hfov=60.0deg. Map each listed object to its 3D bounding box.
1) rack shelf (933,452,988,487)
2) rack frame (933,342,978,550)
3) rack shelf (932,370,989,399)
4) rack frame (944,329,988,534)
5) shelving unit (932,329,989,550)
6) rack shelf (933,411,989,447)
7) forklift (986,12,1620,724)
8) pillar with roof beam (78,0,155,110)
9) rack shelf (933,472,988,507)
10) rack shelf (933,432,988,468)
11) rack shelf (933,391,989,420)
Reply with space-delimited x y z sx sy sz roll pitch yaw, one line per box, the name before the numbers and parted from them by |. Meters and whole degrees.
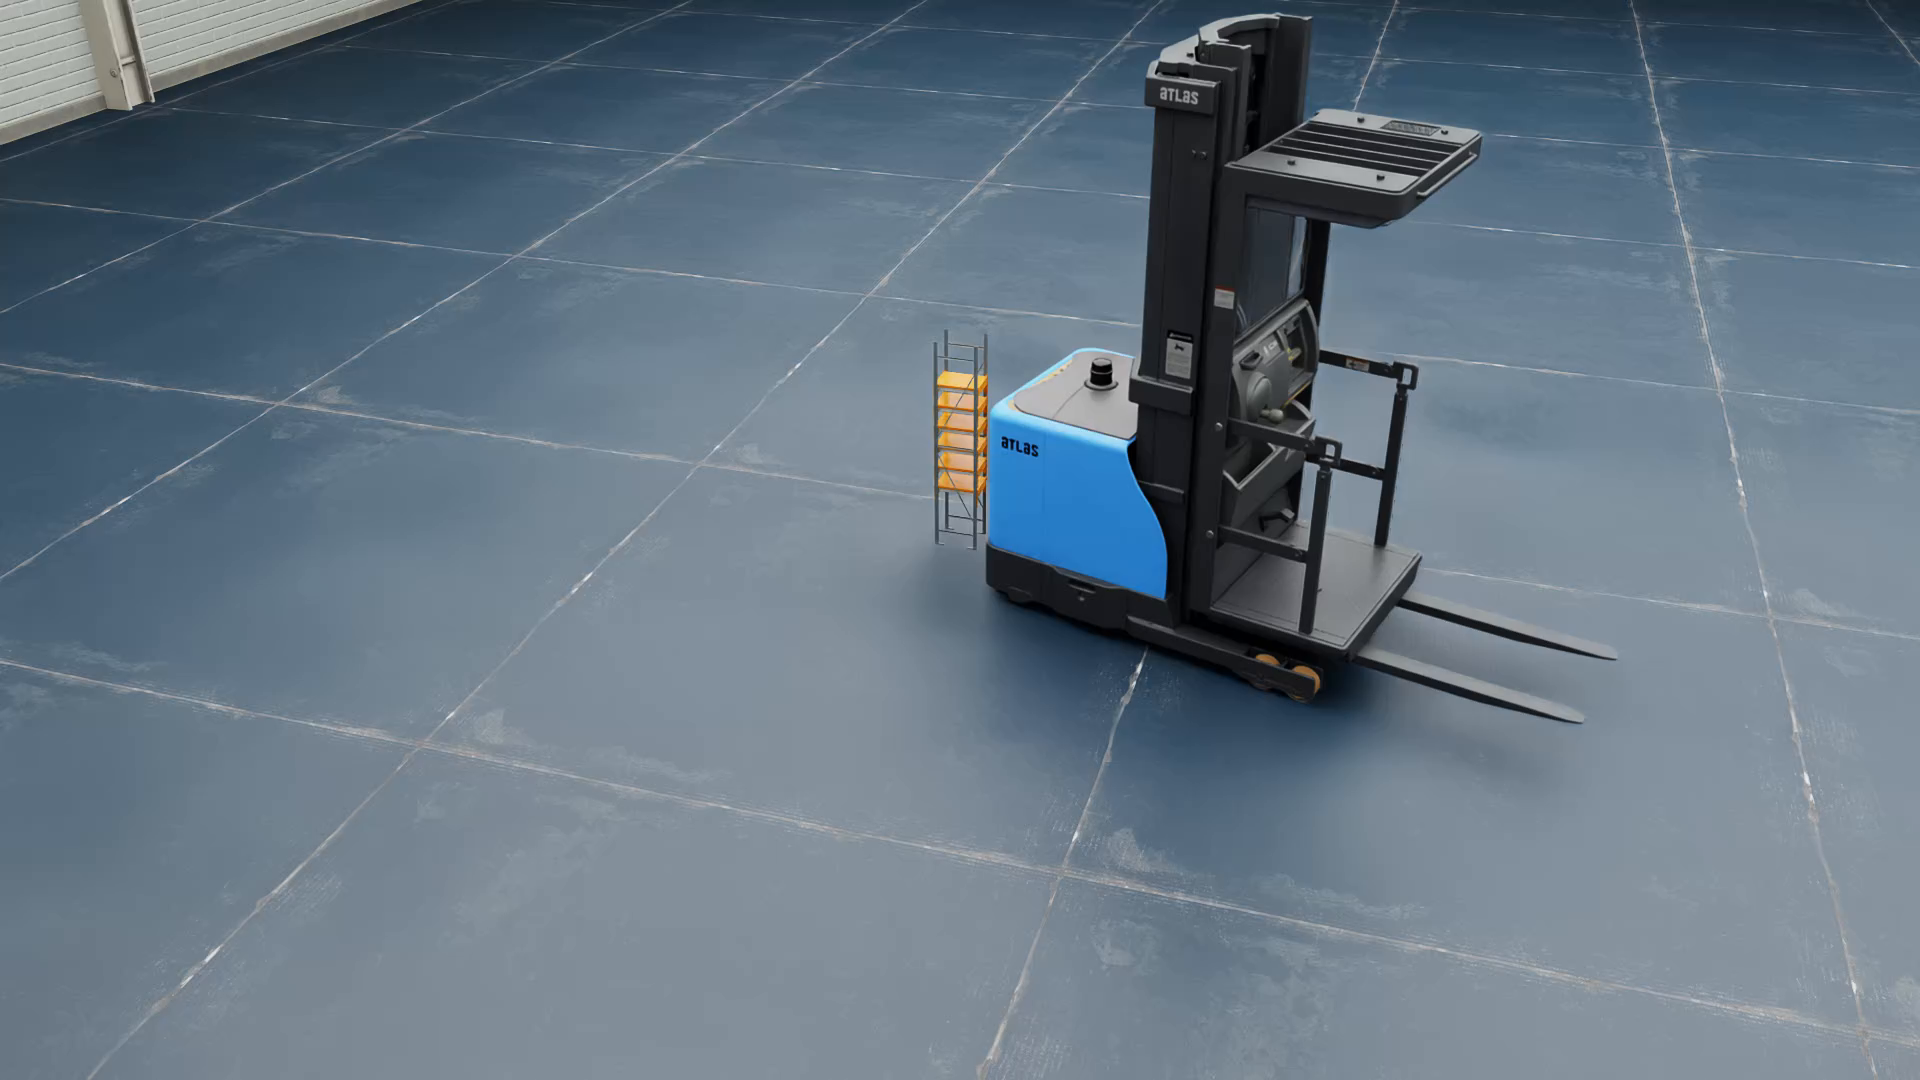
rack shelf | 0.004 -0.387 9.050 0.258 0.103 0.180 8 30 15
rack frame | -0.023 -0.489 8.894 0.240 1.200 0.006 8 30 15
rack shelf | 0.004 -0.807 8.817 0.258 0.103 0.180 8 30 15
rack frame | 0.031 -0.574 9.047 0.240 1.200 0.006 8 30 15
shelving unit | 0.004 -0.531 8.970 0.258 1.200 0.189 8 30 15
rack shelf | 0.004 -0.597 8.934 0.258 0.103 0.180 8 30 15
forklift | 1.652 -0.810 7.692 3.031 2.935 1.130 17 33 28
pillar with roof beam | -4.603 -7.893 14.181 9.100 9.000 0.400 8 30 15
rack shelf | 0.004 -0.282 9.109 0.258 0.103 0.180 8 30 15
rack shelf | 0.004 -0.492 8.992 0.258 0.103 0.180 8 30 15
rack shelf | 0.004 -0.702 8.875 0.258 0.103 0.180 8 30 15
